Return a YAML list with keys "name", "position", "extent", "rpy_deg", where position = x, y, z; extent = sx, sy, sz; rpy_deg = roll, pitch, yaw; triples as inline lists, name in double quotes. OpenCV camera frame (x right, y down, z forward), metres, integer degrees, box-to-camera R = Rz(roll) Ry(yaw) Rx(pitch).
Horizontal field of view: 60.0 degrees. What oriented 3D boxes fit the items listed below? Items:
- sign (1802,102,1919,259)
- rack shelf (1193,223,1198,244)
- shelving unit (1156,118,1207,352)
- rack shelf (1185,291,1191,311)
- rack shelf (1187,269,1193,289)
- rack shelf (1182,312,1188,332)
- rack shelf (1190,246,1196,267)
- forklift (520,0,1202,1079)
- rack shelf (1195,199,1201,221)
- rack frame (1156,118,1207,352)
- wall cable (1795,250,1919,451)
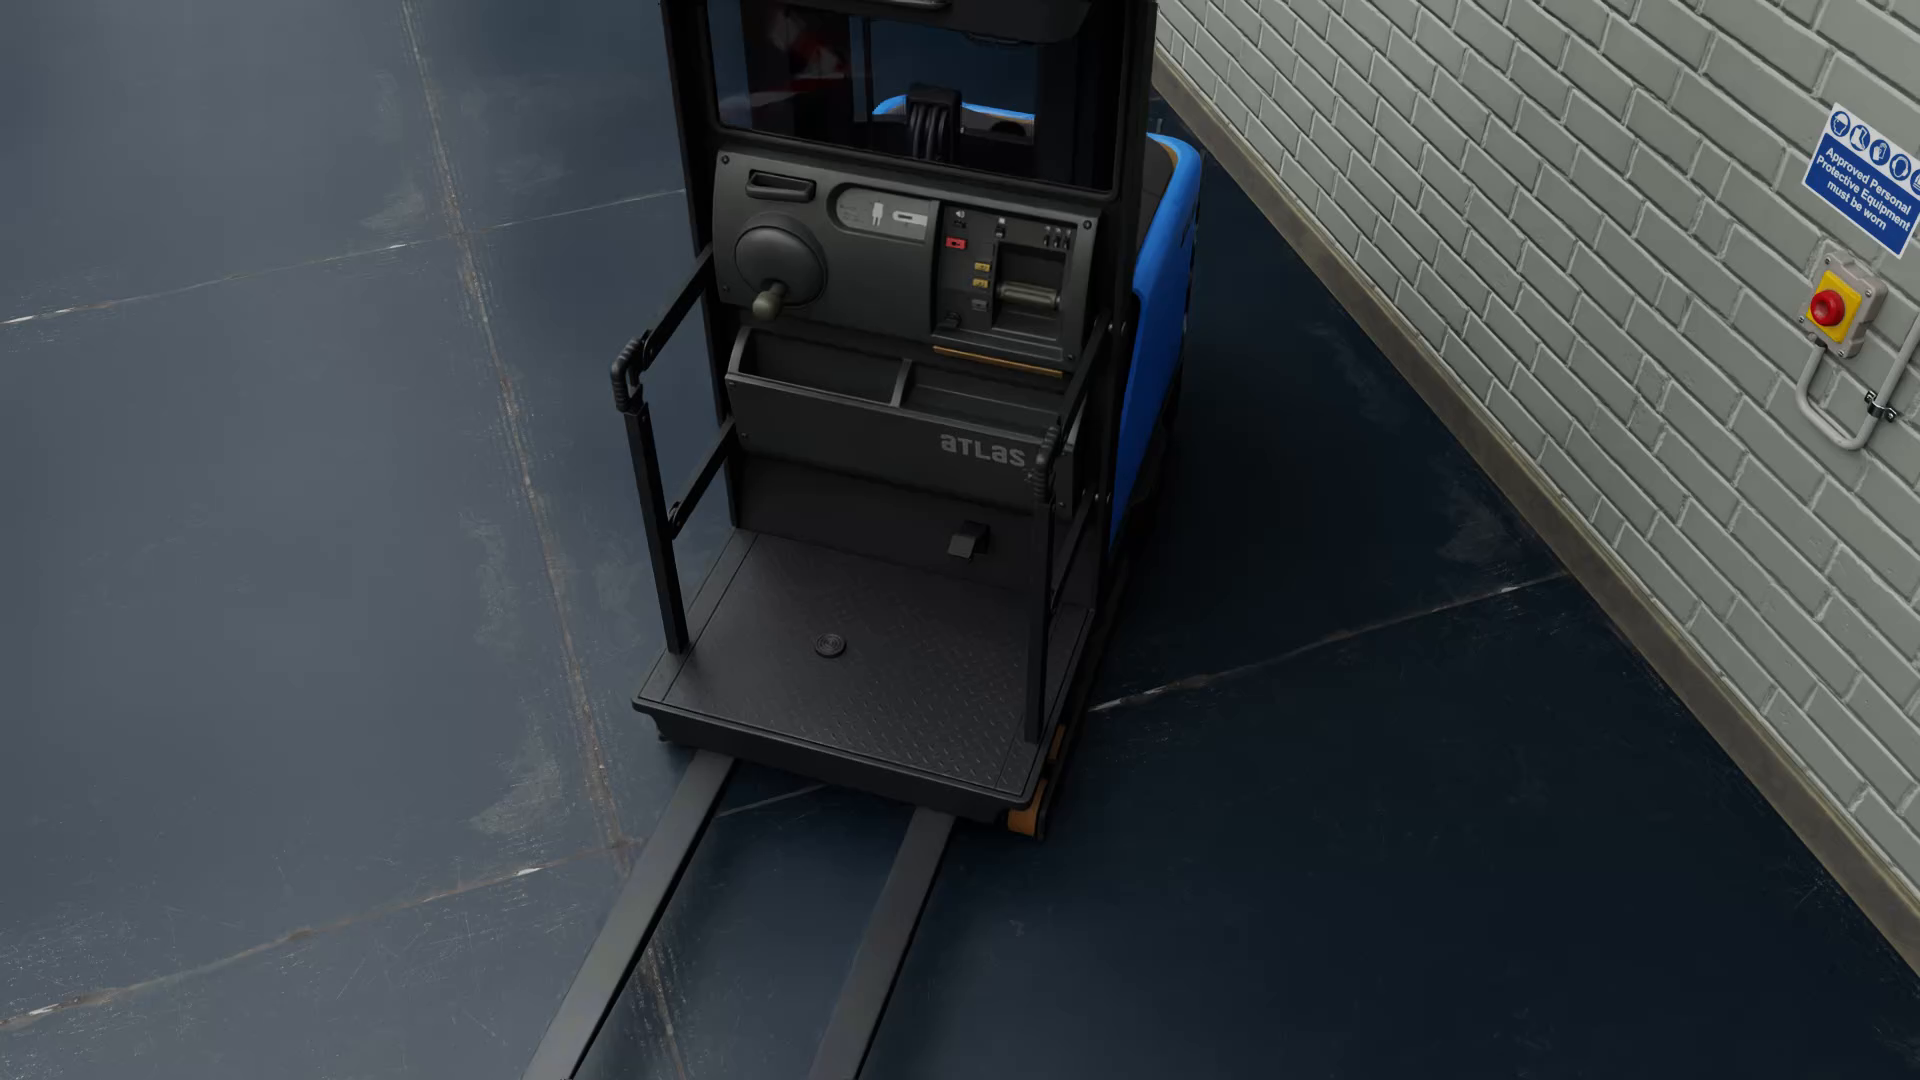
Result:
- name: "sign"
  position: [2.047, -0.812, 3.751]
  extent: [0.001, 0.218, 0.327]
  rpy_deg: [-14, 47, -14]
- name: "rack shelf"
  position: [0.618, -1.026, 5.429]
  extent: [0.200, 0.077, 0.258]
  rpy_deg: [-25, 50, -23]
- name: "shelving unit"
  position: [0.618, -0.922, 5.533]
  extent: [0.210, 0.900, 0.258]
  rpy_deg: [-25, 50, -23]
- name: "rack shelf"
  position: [0.618, -0.835, 5.620]
  extent: [0.200, 0.077, 0.258]
  rpy_deg: [-25, 50, -23]
- name: "rack shelf"
  position: [0.618, -0.899, 5.556]
  extent: [0.200, 0.077, 0.258]
  rpy_deg: [-25, 50, -23]
- name: "rack shelf"
  position: [0.619, -0.771, 5.683]
  extent: [0.200, 0.077, 0.258]
  rpy_deg: [-25, 50, -23]
- name: "rack shelf"
  position: [0.618, -0.962, 5.493]
  extent: [0.200, 0.077, 0.258]
  rpy_deg: [-25, 50, -23]
- name: "forklift"
  position: [-0.204, -0.568, 3.747]
  extent: [1.130, 2.935, 3.031]
  rpy_deg: [13, 46, 12]
- name: "rack shelf"
  position: [0.617, -1.090, 5.366]
  extent: [0.200, 0.077, 0.258]
  rpy_deg: [-25, 50, -23]
- name: "rack frame"
  position: [0.703, -0.962, 5.572]
  extent: [0.006, 0.900, 0.240]
  rpy_deg: [-25, 50, -23]
- name: "wall cable"
  position: [2.006, -1.039, 3.429]
  extent: [0.123, 1.953, 0.585]
  rpy_deg: [-14, 47, -14]
